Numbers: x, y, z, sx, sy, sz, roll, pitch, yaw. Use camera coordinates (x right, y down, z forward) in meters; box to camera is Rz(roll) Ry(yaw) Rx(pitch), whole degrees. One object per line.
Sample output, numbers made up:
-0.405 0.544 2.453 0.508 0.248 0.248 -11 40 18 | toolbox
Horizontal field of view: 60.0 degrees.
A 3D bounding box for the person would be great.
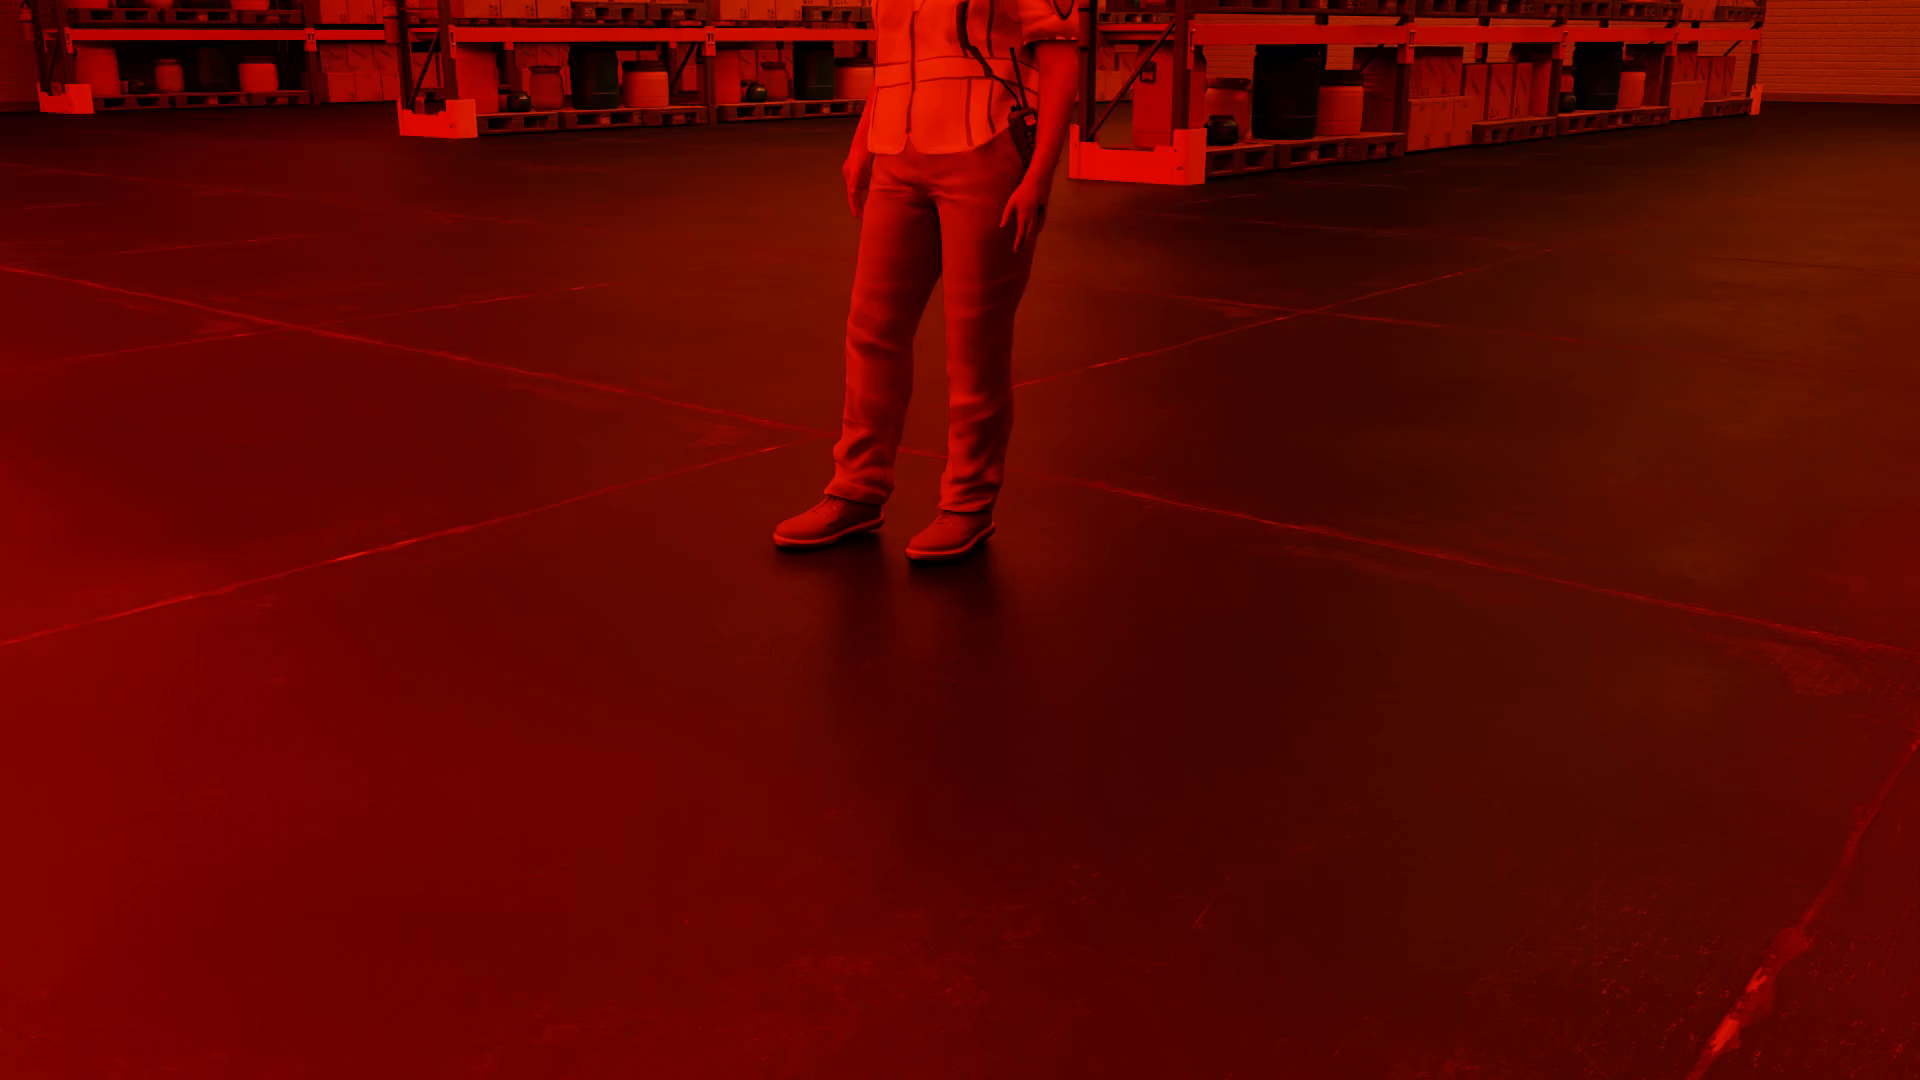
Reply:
-0.067 -0.791 3.655 0.598 1.670 0.529 13 21 37 | person
